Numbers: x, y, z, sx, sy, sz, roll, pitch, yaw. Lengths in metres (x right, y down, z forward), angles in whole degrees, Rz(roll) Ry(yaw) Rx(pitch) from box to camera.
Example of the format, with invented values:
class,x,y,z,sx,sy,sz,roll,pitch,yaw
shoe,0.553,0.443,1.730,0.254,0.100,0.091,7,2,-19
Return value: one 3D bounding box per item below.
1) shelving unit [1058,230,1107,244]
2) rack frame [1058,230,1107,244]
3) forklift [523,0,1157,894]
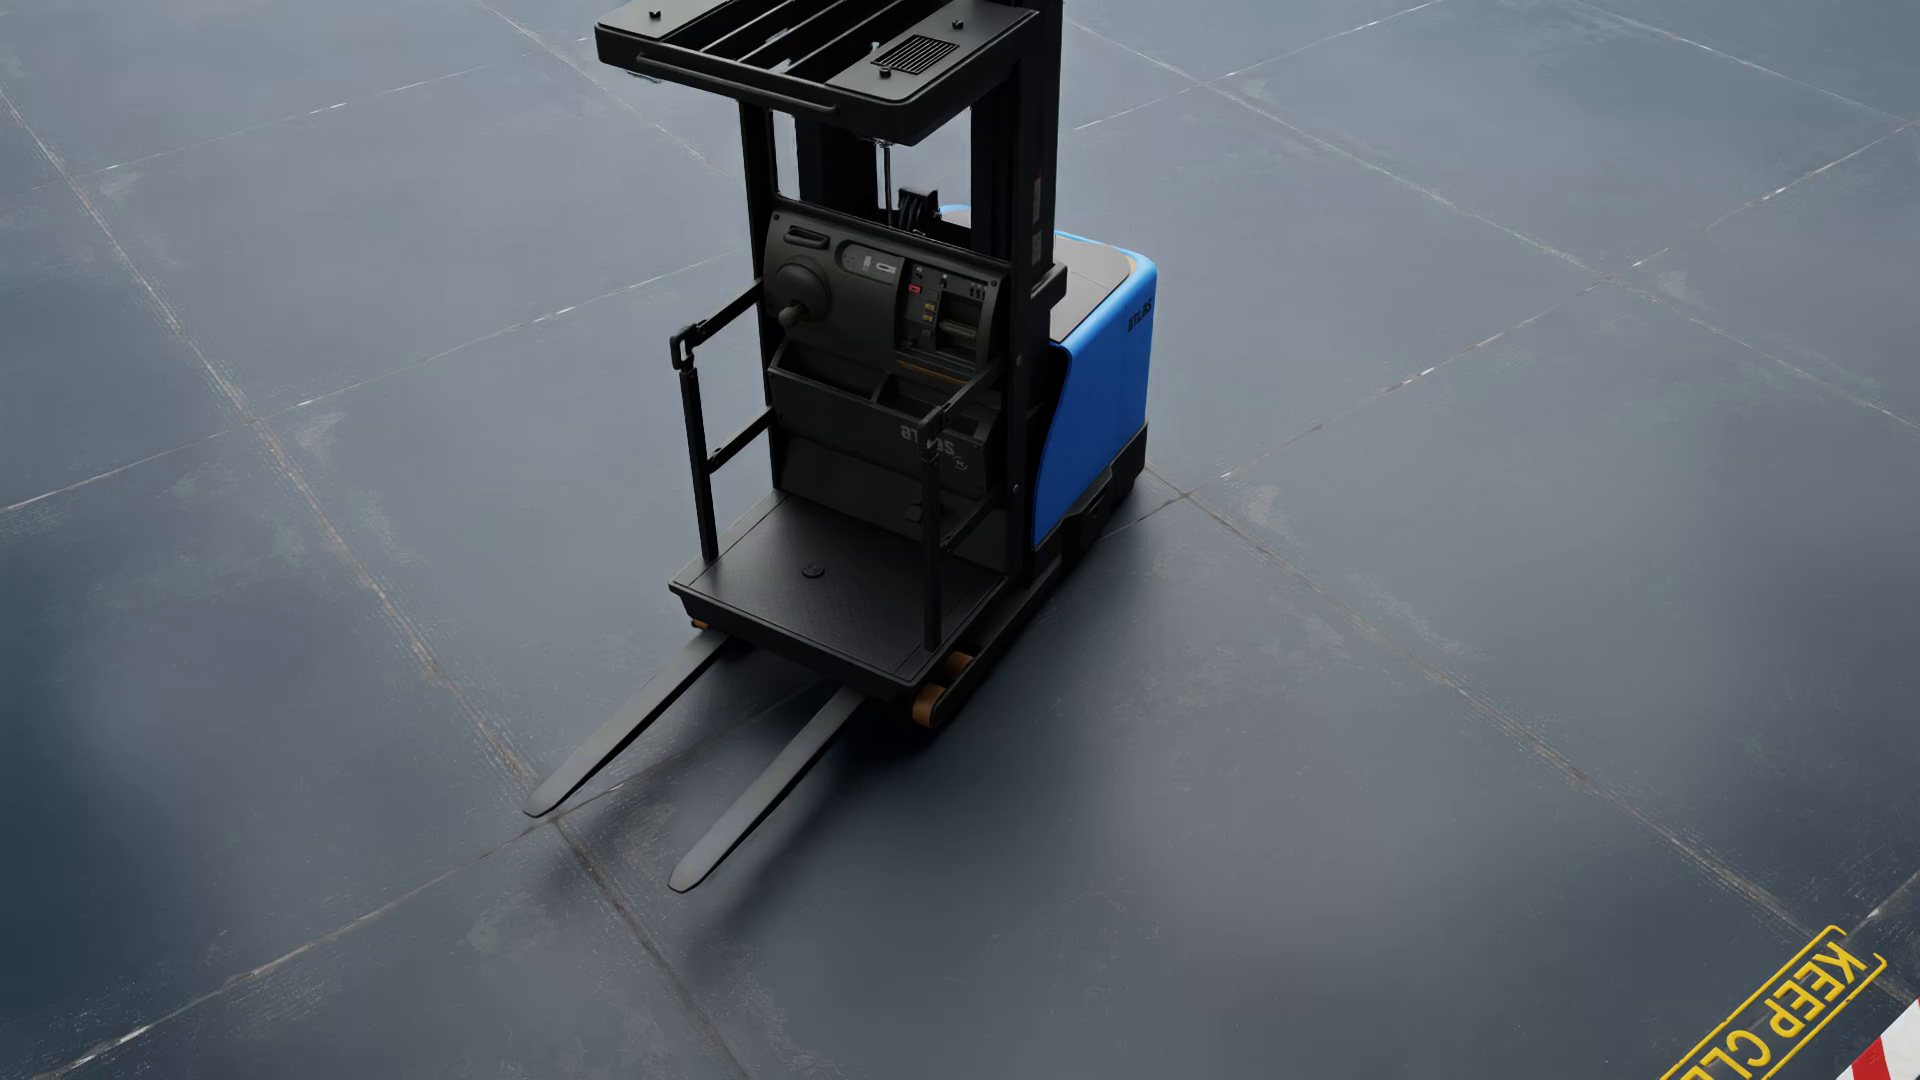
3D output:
class,x,y,z,sx,sy,sz,roll,pitch,yaw
shelving unit,0.466,-0.885,7.305,0.258,0.900,0.210,20,42,23
rack frame,0.517,-0.939,7.375,0.240,0.900,0.006,20,42,23
forklift,-0.385,-0.781,5.581,1.130,2.935,3.031,21,44,23
